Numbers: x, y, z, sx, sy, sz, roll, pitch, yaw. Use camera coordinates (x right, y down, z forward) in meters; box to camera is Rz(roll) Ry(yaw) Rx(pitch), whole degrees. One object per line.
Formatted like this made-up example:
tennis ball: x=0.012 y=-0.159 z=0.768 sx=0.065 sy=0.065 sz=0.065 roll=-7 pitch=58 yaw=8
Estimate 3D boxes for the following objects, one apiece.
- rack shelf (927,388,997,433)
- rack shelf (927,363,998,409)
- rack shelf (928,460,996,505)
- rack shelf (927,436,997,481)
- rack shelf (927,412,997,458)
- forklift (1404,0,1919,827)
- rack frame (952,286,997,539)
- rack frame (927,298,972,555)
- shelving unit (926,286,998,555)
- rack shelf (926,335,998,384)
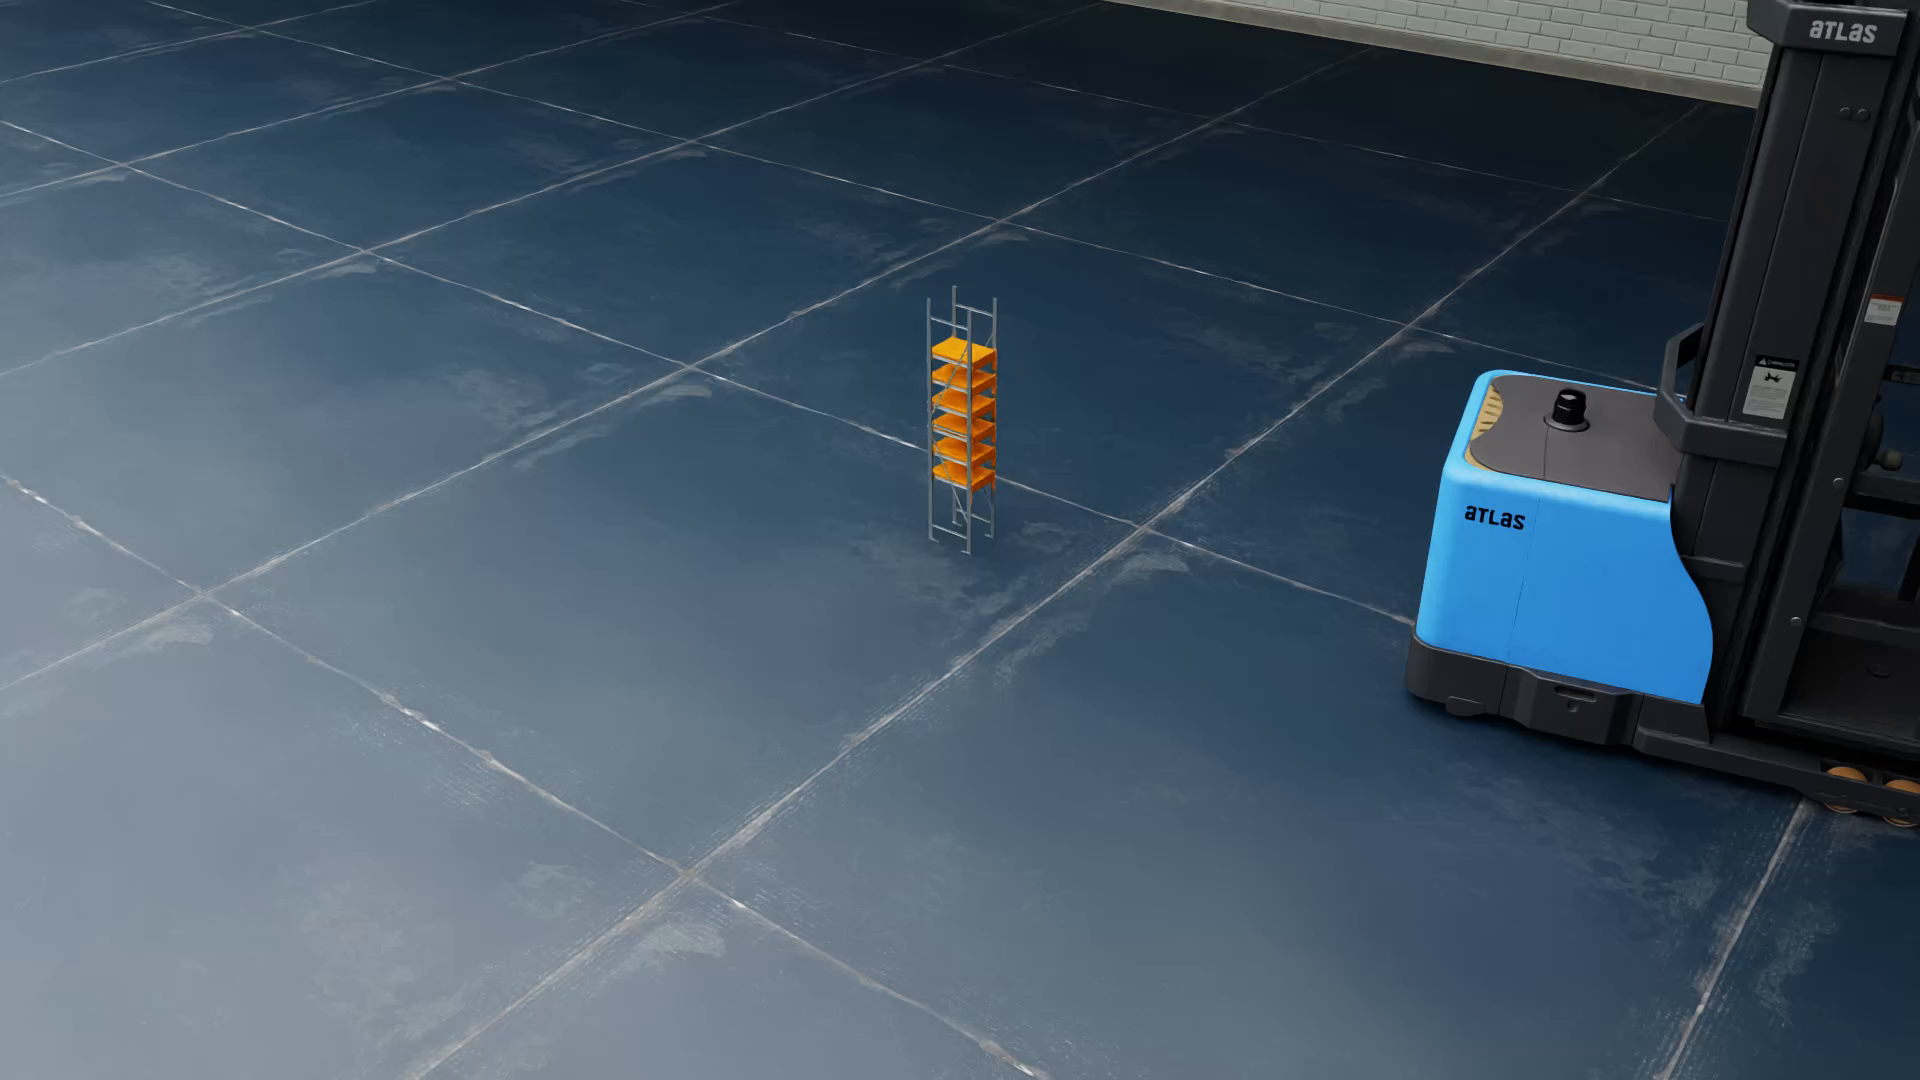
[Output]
rack shelf: x=0.009 y=-0.587 z=7.416 sx=0.258 sy=0.103 sz=0.180 roll=21 pitch=37 yaw=31
rack shelf: x=0.009 y=-0.690 z=7.354 sx=0.258 sy=0.103 sz=0.180 roll=21 pitch=37 yaw=31
rack shelf: x=0.009 y=-0.277 z=7.599 sx=0.258 sy=0.103 sz=0.180 roll=21 pitch=37 yaw=31
rack shelf: x=0.009 y=-0.381 z=7.538 sx=0.258 sy=0.103 sz=0.180 roll=21 pitch=37 yaw=31
rack shelf: x=0.009 y=-0.484 z=7.477 sx=0.258 sy=0.103 sz=0.180 roll=21 pitch=37 yaw=31
forklift: x=3.340 y=-0.535 z=5.778 sx=3.031 sy=2.935 sz=1.130 roll=12 pitch=33 yaw=20
rack frame: x=0.064 y=-0.559 z=7.517 sx=0.240 sy=1.200 sz=0.006 roll=21 pitch=37 yaw=31
rack frame: x=-0.047 y=-0.485 z=7.391 sx=0.240 sy=1.200 sz=0.006 roll=21 pitch=37 yaw=31
shelving unit: x=0.009 y=-0.522 z=7.454 sx=0.258 sy=1.200 sz=0.189 roll=21 pitch=37 yaw=31
rack shelf: x=0.009 y=-0.794 z=7.293 sx=0.258 sy=0.103 sz=0.180 roll=21 pitch=37 yaw=31
